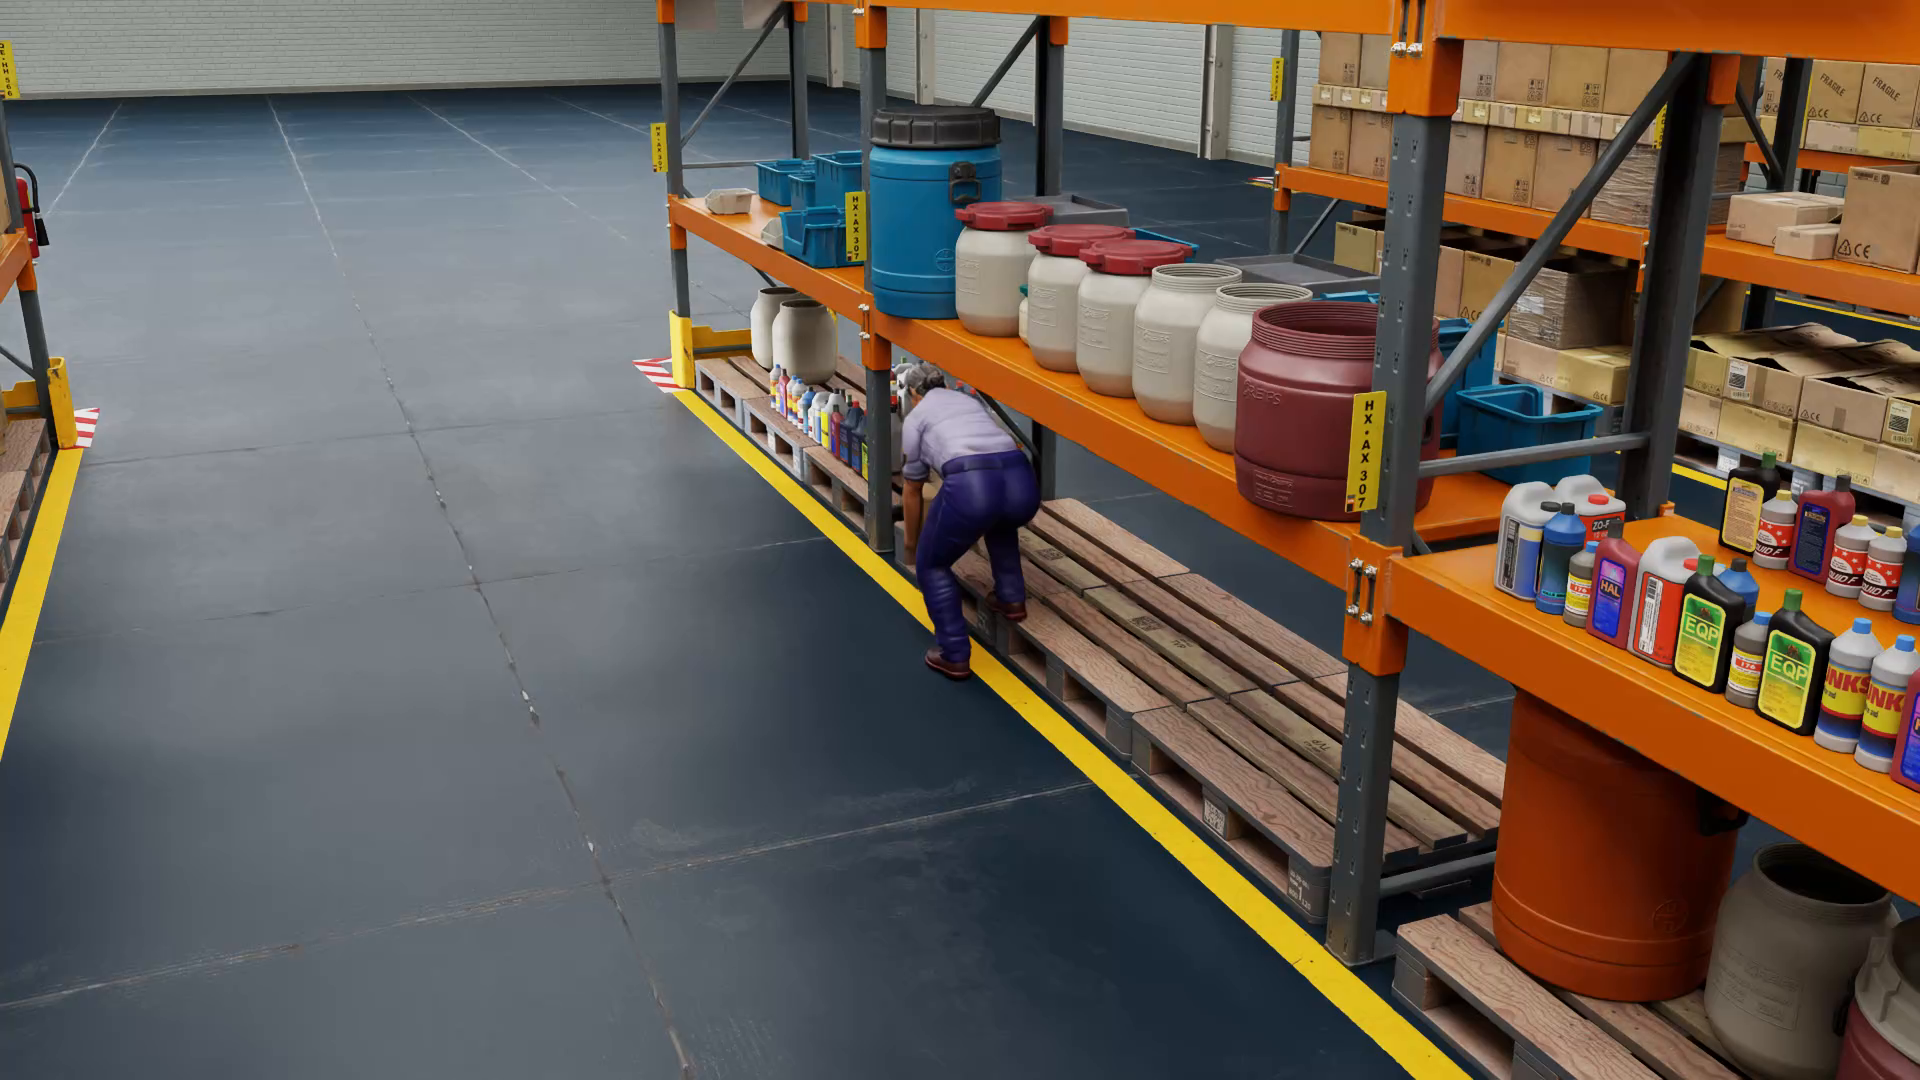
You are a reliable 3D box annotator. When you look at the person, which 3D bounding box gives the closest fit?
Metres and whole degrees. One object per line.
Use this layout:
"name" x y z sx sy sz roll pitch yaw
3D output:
"person" 0.020 -0.091 7.040 0.513 1.202 0.857 -9 21 -24
